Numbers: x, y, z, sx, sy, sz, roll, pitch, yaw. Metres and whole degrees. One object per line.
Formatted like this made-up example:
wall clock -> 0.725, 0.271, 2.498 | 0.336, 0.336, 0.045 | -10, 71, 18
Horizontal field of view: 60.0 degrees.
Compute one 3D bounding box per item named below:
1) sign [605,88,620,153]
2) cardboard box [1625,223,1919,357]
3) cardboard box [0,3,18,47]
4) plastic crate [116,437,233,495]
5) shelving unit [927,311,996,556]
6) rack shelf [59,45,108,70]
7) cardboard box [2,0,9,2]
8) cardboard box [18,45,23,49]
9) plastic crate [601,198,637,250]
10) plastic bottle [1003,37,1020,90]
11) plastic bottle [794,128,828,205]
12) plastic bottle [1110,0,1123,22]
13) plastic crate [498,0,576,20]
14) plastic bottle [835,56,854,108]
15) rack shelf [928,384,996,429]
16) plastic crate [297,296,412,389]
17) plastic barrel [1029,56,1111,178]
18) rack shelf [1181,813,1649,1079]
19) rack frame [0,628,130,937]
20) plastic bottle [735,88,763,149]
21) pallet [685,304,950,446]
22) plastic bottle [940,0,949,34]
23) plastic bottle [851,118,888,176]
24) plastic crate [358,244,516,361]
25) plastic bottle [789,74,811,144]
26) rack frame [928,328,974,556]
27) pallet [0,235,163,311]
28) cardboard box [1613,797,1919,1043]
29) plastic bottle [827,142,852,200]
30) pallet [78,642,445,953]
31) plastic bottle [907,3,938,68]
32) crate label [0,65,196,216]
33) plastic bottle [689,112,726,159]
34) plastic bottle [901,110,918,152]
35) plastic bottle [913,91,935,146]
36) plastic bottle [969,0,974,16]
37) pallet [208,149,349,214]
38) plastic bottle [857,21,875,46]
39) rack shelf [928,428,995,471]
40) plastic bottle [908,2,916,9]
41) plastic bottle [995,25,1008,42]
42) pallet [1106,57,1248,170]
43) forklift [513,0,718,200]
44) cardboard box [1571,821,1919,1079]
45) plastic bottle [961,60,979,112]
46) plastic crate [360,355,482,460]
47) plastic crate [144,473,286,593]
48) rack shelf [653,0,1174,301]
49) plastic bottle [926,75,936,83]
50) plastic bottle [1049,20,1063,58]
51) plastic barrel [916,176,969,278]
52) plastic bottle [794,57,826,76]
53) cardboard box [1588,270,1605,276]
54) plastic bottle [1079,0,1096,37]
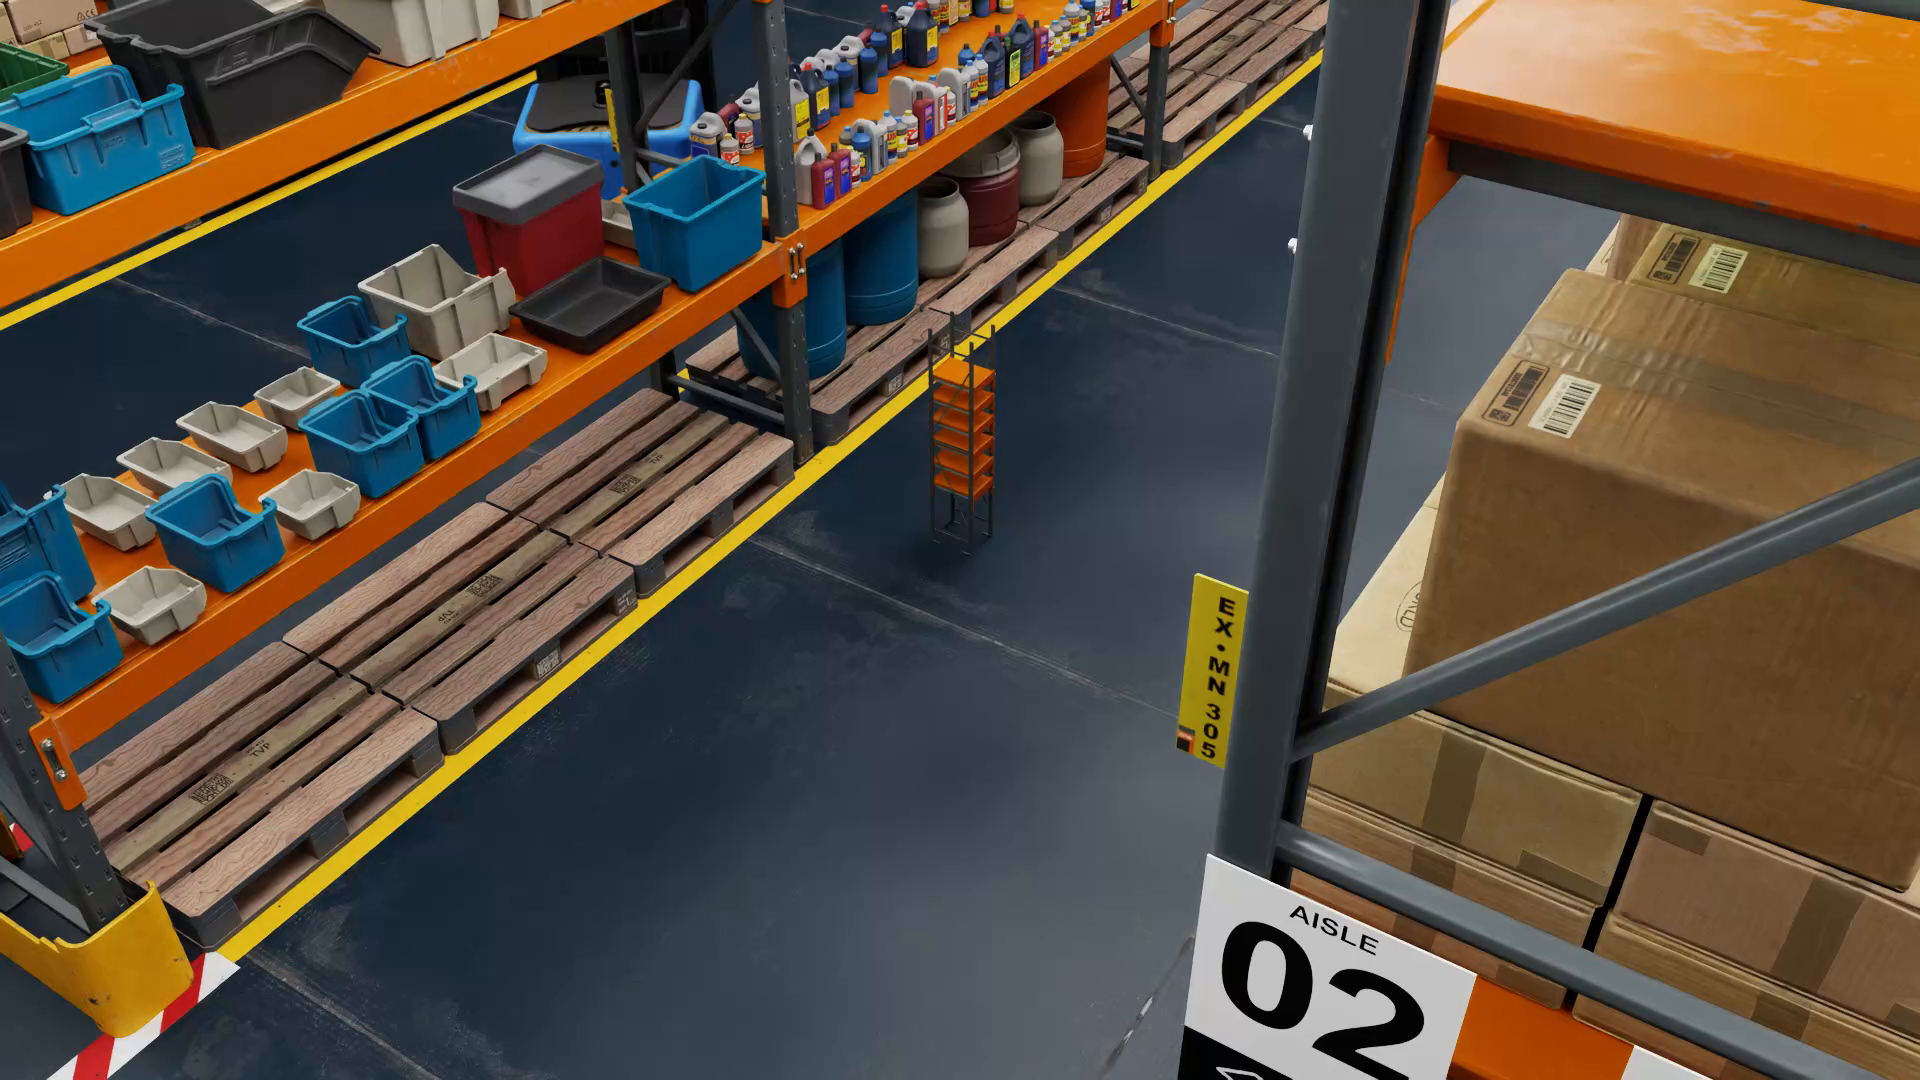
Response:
sign -> -1.686, -2.055, 8.171 | 0.100, 0.325, 0.005 | 21, 42, 25
cardboard box -> 1.416, -0.204, 2.639 | 0.700, 0.500, 0.500 | 21, 42, 25
cardboard box -> -5.694, -2.862, 9.324 | 0.500, 0.250, 0.500 | 22, 43, 26
plastic crate -> -2.914, -0.246, 6.218 | 0.396, 0.136, 0.243 | 21, 42, 25
shelving unit -> 0.008, -0.483, 7.833 | 0.258, 1.200, 0.189 | 21, 42, 25
rack shelf -> -6.476, -2.068, 9.005 | 1.077, 0.370, 4.000 | 21, 42, 25
cardboard box -> -5.425, -3.415, 9.428 | 0.500, 0.500, 0.500 | 22, 43, 26
cardboard box -> -5.566, -2.755, 9.513 | 0.380, 0.149, 0.250 | 20, 42, 24
plastic crate -> -1.592, -1.490, 7.833 | 0.396, 0.136, 0.243 | 21, 42, 25
plastic bottle -> 0.281, -2.679, 9.303 | 0.061, 0.283, 0.133 | 21, 42, 25
plastic bottle -> -0.738, -1.841, 8.161 | 0.144, 0.351, 0.185 | 21, 42, 25
plastic bottle -> 0.941, -3.313, 10.126 | 0.061, 0.283, 0.133 | 21, 42, 25
plastic crate -> -1.582, -2.067, 6.174 | 0.293, 0.136, 0.466 | 21, 42, 25
plastic bottle -> -0.631, -2.509, 9.092 | 0.097, 0.271, 0.097 | 0, 38, 0
rack shelf -> 0.008, -0.638, 7.713 | 0.258, 0.103, 0.180 | 21, 42, 25
plastic crate -> -2.481, -0.802, 6.861 | 0.416, 0.233, 0.300 | 21, 42, 25
plastic barrel -> 0.673, -2.875, 10.896 | 0.600, 0.830, 0.708 | 21, 42, 25
rack shelf -> 1.887, -0.014, 3.883 | 1.077, 0.370, 4.000 | 21, 42, 25
rack frame -> -3.365, 0.298, 5.346 | 1.000, 3.000, 0.127 | 21, 42, 25
plastic bottle -> -1.088, -2.212, 8.704 | 0.152, 0.276, 0.135 | 21, 42, 25
pallet -> -0.774, -1.044, 9.371 | 1.003, 0.211, 1.213 | 21, 42, 25
plastic bottle -> -0.112, -3.181, 9.964 | 0.097, 0.271, 0.097 | 0, 38, 0
plastic bottle -> -0.456, -2.018, 8.451 | 0.152, 0.276, 0.135 | 21, 42, 25
plastic crate -> -2.196, -1.014, 7.096 | 0.437, 0.282, 0.530 | 21, 42, 25
plastic bottle -> -0.884, -2.278, 8.728 | 0.144, 0.351, 0.185 | 21, 42, 25
rack frame -> -0.041, -0.435, 7.772 | 0.240, 1.200, 0.006 | 21, 42, 25
pallet -> -5.878, -1.913, 10.499 | 1.003, 0.211, 1.213 | 21, 42, 25
cardboard box -> 1.310, 0.414, 2.452 | 0.500, 0.250, 0.500 | 21, 42, 25
plastic bottle -> -0.594, -1.836, 8.210 | 0.061, 0.283, 0.133 | 21, 42, 25
pallet -> -2.891, 0.990, 6.732 | 1.003, 0.211, 1.213 | 21, 42, 25
plastic bottle -> -0.215, -2.913, 9.552 | 0.144, 0.351, 0.185 | 21, 42, 25
crate label -> -2.598, -1.201, 4.956 | 0.408, 0.251, 0.502 | 21, 42, 25
plastic bottle -> -1.284, -2.024, 8.460 | 0.152, 0.276, 0.135 | 21, 42, 25
plastic bottle -> -0.267, -2.139, 8.670 | 0.097, 0.201, 0.097 | 0, 38, 0
plastic bottle -> -0.190, -2.225, 8.715 | 0.061, 0.283, 0.133 | 21, 42, 25
plastic bottle -> 0.058, -3.370, 10.200 | 0.061, 0.283, 0.133 | 21, 42, 25
pallet -> -5.055, -2.702, 11.522 | 1.003, 0.211, 1.213 | 21, 42, 25
plastic bottle -> -0.536, -2.798, 9.458 | 0.061, 0.283, 0.133 | 21, 42, 25
rack shelf -> 0.008, -0.447, 7.860 | 0.258, 0.103, 0.180 | 21, 42, 25
plastic bottle -> -0.288, -3.012, 9.745 | 0.097, 0.271, 0.097 | 0, 38, 0
plastic bottle -> 0.231, -2.795, 9.453 | 0.061, 0.283, 0.133 | 21, 42, 25
pallet -> 1.369, -3.108, 12.049 | 1.003, 0.211, 1.213 | 21, 42, 25
forklift -> -2.123, -3.508, 10.340 | 1.130, 2.935, 3.031 | -2, 38, -3
cardboard box -> 1.305, 0.610, 2.607 | 0.500, 0.250, 0.500 | 21, 42, 25
plastic bottle -> 0.053, -2.475, 9.048 | 0.097, 0.271, 0.097 | 0, 38, 0
plastic crate -> -2.089, -0.513, 6.485 | 0.416, 0.233, 0.300 | 21, 42, 25
plastic crate -> -2.602, -0.018, 5.845 | 0.416, 0.233, 0.300 | 21, 42, 25
rack shelf -> -0.151, -2.510, 9.578 | 1.077, 0.370, 4.000 | 21, 42, 25
plastic bottle -> -0.147, -2.428, 9.044 | 0.097, 0.201, 0.097 | 0, 38, 0
plastic bottle -> 0.551, -2.926, 9.691 | 0.097, 0.201, 0.097 | 0, 38, 0
plastic barrel -> -0.159, -1.847, 9.822 | 0.421, 0.512, 0.421 | 0, 38, 0
plastic bottle -> -0.818, -2.472, 9.041 | 0.152, 0.276, 0.135 | 21, 42, 25
cardboard box -> 1.414, -0.269, 3.338 | 0.500, 0.250, 0.500 | 21, 42, 25
plastic bottle -> 0.759, -3.154, 9.930 | 0.097, 0.271, 0.097 | 0, 38, 0
